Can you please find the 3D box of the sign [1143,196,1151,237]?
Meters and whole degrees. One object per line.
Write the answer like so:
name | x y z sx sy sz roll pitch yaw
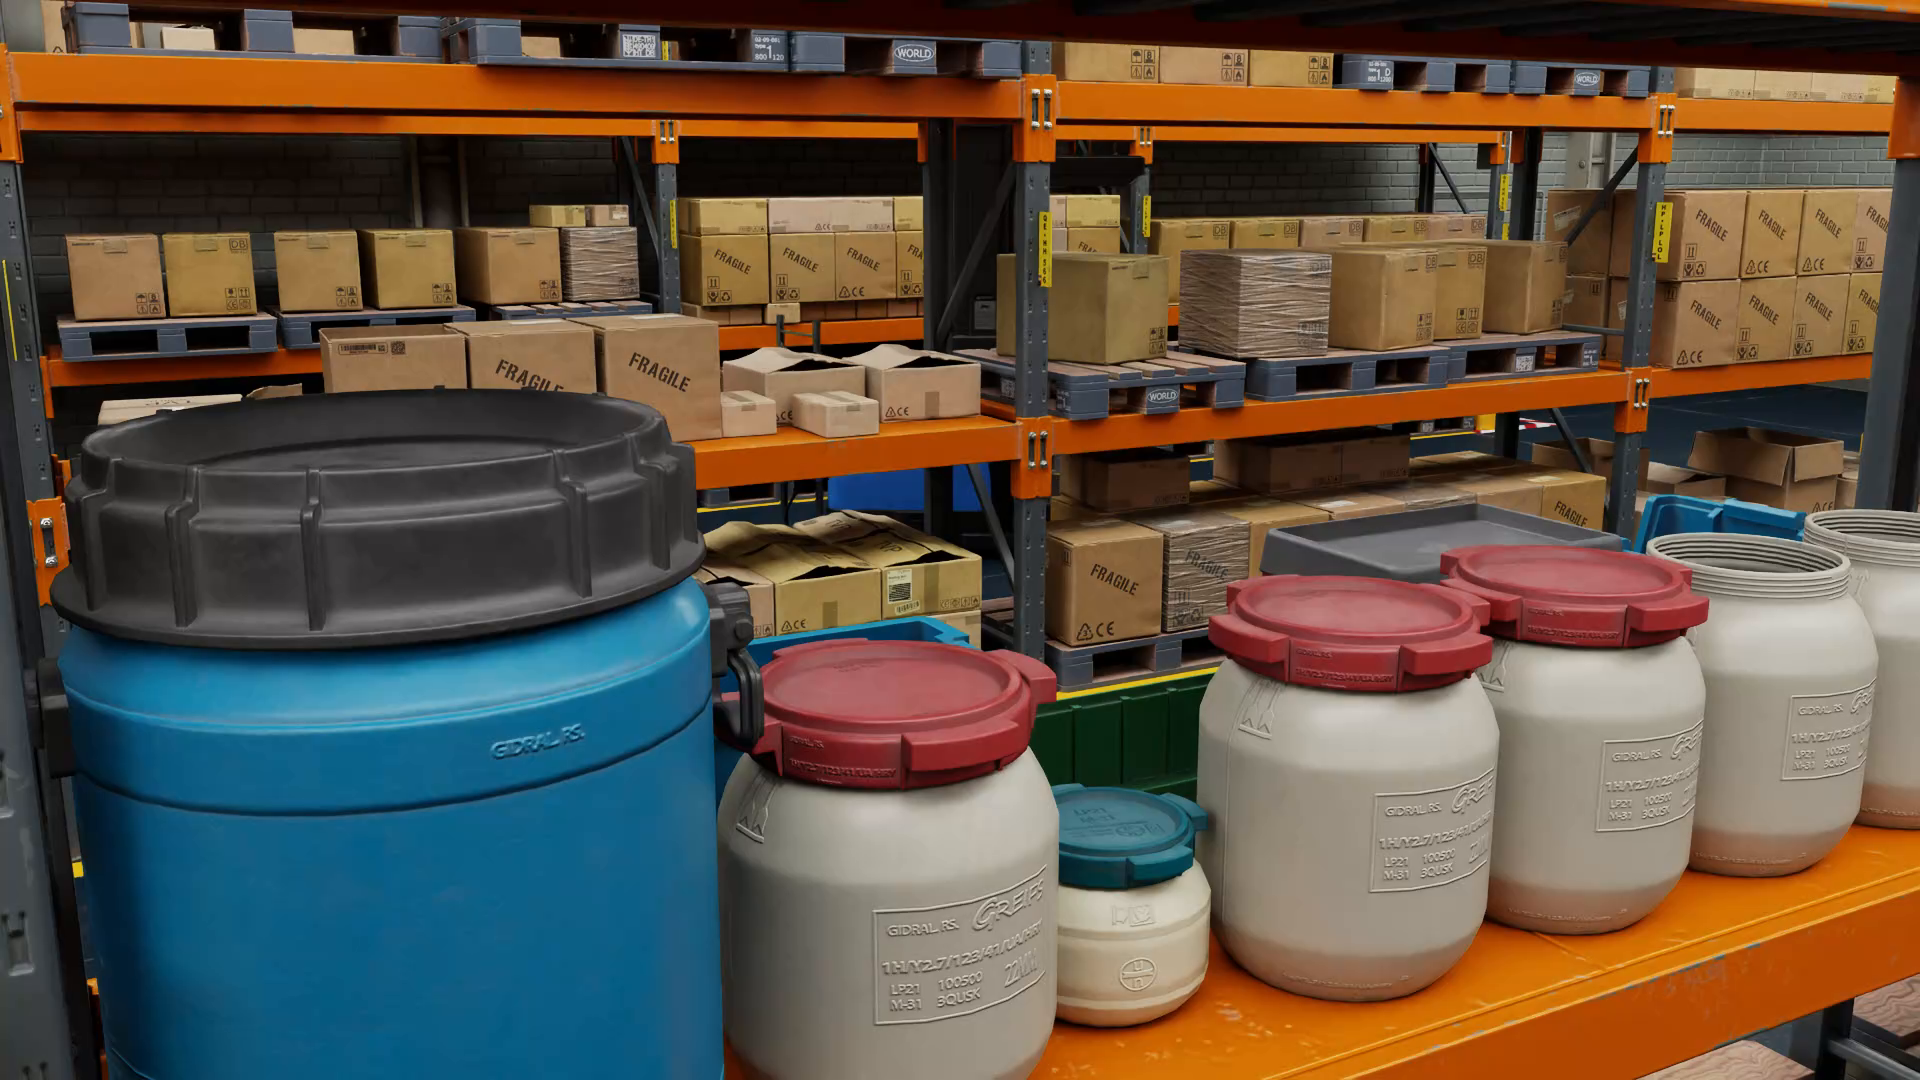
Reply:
sign | 1.510 -2.622 13.469 0.005 0.325 0.100 -7 14 -28

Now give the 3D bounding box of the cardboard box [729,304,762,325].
cardboard box | -1.644 -1.680 12.269 0.250 0.149 0.380 -7 14 -27

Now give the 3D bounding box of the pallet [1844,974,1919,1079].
pallet | 3.150 1.401 4.405 1.213 0.211 1.003 -7 14 -28

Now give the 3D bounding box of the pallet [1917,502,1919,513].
pallet | 6.363 -0.213 11.575 1.213 0.211 1.003 -7 14 -28

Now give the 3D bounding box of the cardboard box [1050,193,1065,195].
cardboard box | 0.713 -2.770 13.928 0.500 0.250 0.500 -6 14 -26

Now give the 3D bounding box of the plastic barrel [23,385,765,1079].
plastic barrel | -0.549 0.325 1.691 0.708 0.901 0.600 -7 14 -28

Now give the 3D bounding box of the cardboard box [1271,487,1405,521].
cardboard box | 1.999 0.024 8.860 0.500 0.500 0.500 -7 15 -30

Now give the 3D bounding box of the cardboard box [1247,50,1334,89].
cardboard box | 1.378 -2.497 8.312 0.500 0.500 0.910 -7 14 -28

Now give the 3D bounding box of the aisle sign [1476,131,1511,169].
aisle sign | 4.959 -3.838 15.409 0.004 0.787 0.394 -7 14 -28

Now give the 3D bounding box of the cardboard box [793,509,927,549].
cardboard box | -0.493 0.038 8.139 0.500 0.311 0.500 -6 14 -26

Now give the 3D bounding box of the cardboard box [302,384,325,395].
cardboard box | -4.302 -0.901 11.266 0.500 0.250 0.500 -7 15 -29

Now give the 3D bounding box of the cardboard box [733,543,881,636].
cardboard box | -0.687 0.198 7.428 0.500 0.311 0.500 -7 14 -29

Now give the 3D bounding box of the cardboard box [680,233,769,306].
cardboard box | -1.720 -1.983 12.140 0.500 0.500 0.500 -6 14 -26

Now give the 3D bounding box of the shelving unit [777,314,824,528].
shelving unit | -1.444 -0.620 10.449 1.048 1.500 0.538 -9 15 -35

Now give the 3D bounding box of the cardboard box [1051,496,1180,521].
cardboard box | 0.816 0.037 8.802 0.500 0.500 0.500 -6 14 -26

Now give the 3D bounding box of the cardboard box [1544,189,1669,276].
cardboard box | 3.938 -1.884 10.145 0.500 0.500 0.500 -7 14 -28

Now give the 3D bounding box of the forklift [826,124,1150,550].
forklift | 0.680 -1.415 10.720 3.031 2.935 1.130 1 13 3

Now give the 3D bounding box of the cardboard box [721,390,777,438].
cardboard box | -0.985 -0.556 7.321 0.250 0.149 0.380 -6 14 -24

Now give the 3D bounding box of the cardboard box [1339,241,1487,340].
cardboard box | 2.522 -1.407 9.345 0.500 0.500 0.700 -4 13 -19

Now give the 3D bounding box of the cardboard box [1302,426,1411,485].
cardboard box | 2.199 -0.496 9.467 0.500 0.250 0.500 -7 14 -28

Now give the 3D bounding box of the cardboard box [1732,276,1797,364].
cardboard box | 4.644 -1.349 10.044 0.500 0.500 0.500 -7 14 -27

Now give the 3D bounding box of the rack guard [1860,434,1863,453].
rack guard | 7.063 -0.438 11.916 0.348 0.500 1.175 -7 14 -28

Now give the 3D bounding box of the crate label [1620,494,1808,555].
crate label | 1.476 0.166 3.458 0.616 0.435 0.502 -7 14 -28

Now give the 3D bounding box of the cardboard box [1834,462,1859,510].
cardboard box | 5.922 -0.340 11.048 0.500 0.250 0.500 -7 14 -28

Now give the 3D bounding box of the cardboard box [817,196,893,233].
cardboard box | -0.839 -2.456 12.530 0.500 0.250 0.500 -7 14 -27

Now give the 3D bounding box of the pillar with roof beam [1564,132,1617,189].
pillar with roof beam | 8.771 -5.168 13.575 0.400 9.000 9.100 -7 14 -28

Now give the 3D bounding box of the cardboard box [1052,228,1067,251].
cardboard box | 0.514 -2.250 13.323 0.500 0.500 0.500 -7 14 -27

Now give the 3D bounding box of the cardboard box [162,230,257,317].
cardboard box | -4.823 -1.725 10.713 0.500 0.500 0.700 -5 14 -22

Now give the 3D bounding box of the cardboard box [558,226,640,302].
cardboard box | -2.677 -1.990 11.890 0.500 0.500 0.700 -9 15 -34

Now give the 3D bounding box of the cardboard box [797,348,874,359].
cardboard box | -0.789 -1.077 13.003 0.750 0.750 0.750 -7 14 -28

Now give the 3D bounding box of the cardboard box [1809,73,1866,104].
cardboard box | 5.044 -2.742 9.973 0.500 0.250 0.500 -7 14 -28

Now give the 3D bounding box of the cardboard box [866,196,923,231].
cardboard box | -0.394 -2.511 12.774 0.500 0.250 0.500 -7 15 -29

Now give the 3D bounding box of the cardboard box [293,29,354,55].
cardboard box | -4.180 -3.246 10.685 0.500 0.500 0.500 -7 15 -30

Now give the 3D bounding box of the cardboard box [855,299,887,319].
cardboard box | -0.753 -1.796 12.784 0.250 0.149 0.380 -7 14 -27

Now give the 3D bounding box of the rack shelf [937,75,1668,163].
rack shelf | 1.863 -2.147 8.622 4.000 0.370 1.077 -7 14 -28

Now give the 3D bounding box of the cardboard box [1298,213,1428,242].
cardboard box | 3.676 -2.632 15.288 0.700 0.700 0.980 -7 14 -28

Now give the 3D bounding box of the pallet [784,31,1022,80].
pallet | -0.445 -2.106 7.235 1.003 0.211 1.213 -6 14 -25

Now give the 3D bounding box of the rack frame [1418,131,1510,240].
rack frame | 4.753 -2.620 15.918 0.127 3.000 1.000 -7 14 -28

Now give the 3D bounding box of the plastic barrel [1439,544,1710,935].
plastic barrel | 0.935 0.305 2.614 0.433 0.535 0.433 0 13 0

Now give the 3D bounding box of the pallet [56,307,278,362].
pallet | -5.040 -1.316 10.562 1.213 0.211 1.003 -7 14 -28

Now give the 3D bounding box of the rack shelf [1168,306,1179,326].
rack shelf | 2.997 -2.058 15.062 4.000 0.370 1.077 -7 14 -28

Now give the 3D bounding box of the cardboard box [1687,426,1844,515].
cardboard box | 5.265 -0.440 10.916 0.637 0.503 0.797 -7 14 -28

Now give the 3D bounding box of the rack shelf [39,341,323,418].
rack shelf | -4.025 -1.217 11.322 4.000 0.370 1.077 -7 14 -28

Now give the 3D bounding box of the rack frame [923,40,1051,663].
rack frame | 0.107 -0.824 7.938 0.127 3.000 1.000 -7 14 -28

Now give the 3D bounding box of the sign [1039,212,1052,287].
sign | 0.376 -1.282 7.337 0.005 0.325 0.100 -7 14 -28

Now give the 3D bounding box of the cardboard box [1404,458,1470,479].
cardboard box | 2.614 -0.178 9.757 0.500 0.500 0.500 -7 14 -27

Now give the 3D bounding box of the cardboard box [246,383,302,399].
cardboard box | -2.720 -0.465 6.651 0.258 0.266 0.396 -7 15 -29

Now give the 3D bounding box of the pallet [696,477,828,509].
pallet | -1.541 -0.486 12.788 1.213 0.211 1.003 -7 14 -28

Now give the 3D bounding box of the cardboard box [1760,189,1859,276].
cardboard box | 5.071 -1.885 10.148 0.500 0.500 0.500 -7 15 -30

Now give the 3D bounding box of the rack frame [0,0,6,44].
rack frame | -5.780 -4.284 9.650 0.127 3.000 1.000 -7 14 -28
